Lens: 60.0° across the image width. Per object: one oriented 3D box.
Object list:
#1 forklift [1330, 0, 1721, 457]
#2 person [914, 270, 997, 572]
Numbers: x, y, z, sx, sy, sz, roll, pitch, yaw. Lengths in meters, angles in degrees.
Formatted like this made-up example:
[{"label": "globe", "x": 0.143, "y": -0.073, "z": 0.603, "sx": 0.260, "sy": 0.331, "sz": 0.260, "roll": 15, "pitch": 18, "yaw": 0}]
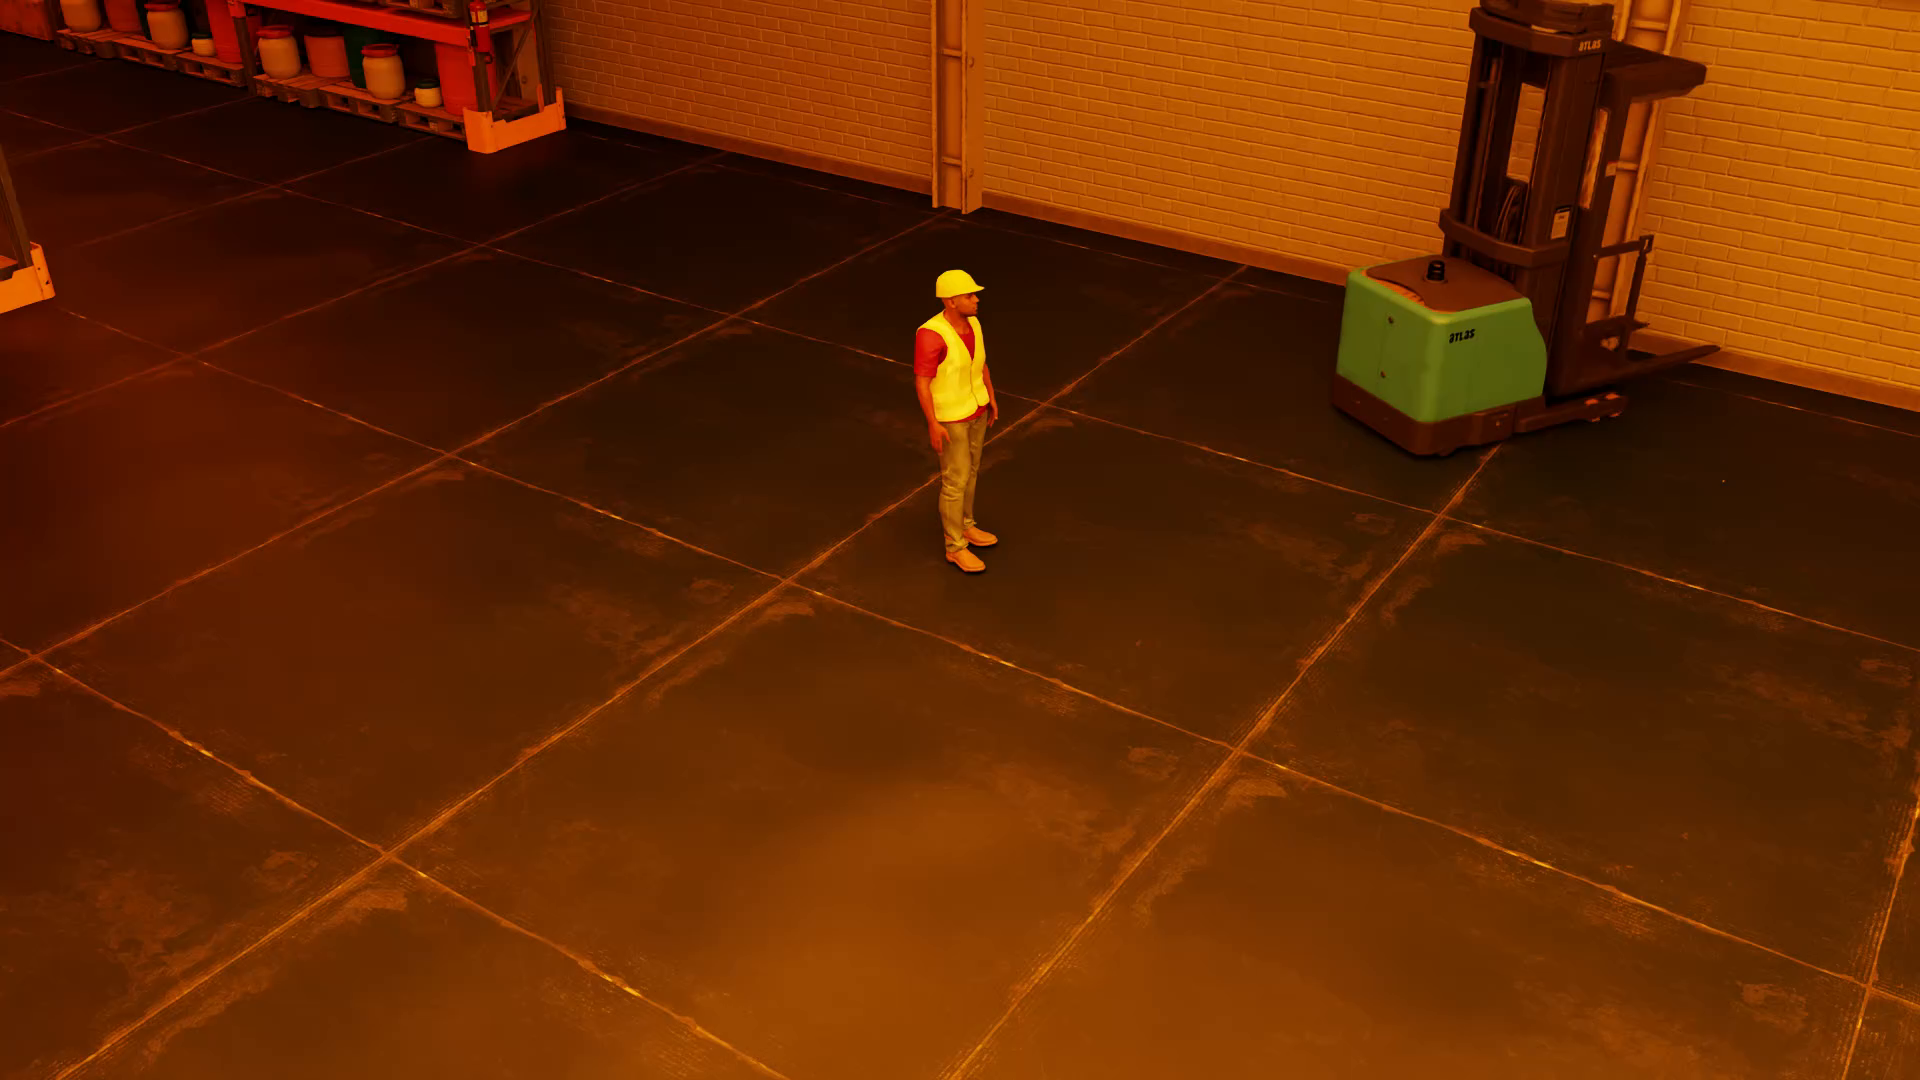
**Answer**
[{"label": "forklift", "x": 4.246, "y": -2.338, "z": 11.607, "sx": 3.031, "sy": 2.935, "sz": 1.130, "roll": -14, "pitch": 33, "yaw": -22}, {"label": "person", "x": 0.055, "y": -0.748, "z": 10.015, "sx": 0.575, "sy": 1.768, "sz": 0.665, "roll": 19, "pitch": 35, "yaw": 29}]
